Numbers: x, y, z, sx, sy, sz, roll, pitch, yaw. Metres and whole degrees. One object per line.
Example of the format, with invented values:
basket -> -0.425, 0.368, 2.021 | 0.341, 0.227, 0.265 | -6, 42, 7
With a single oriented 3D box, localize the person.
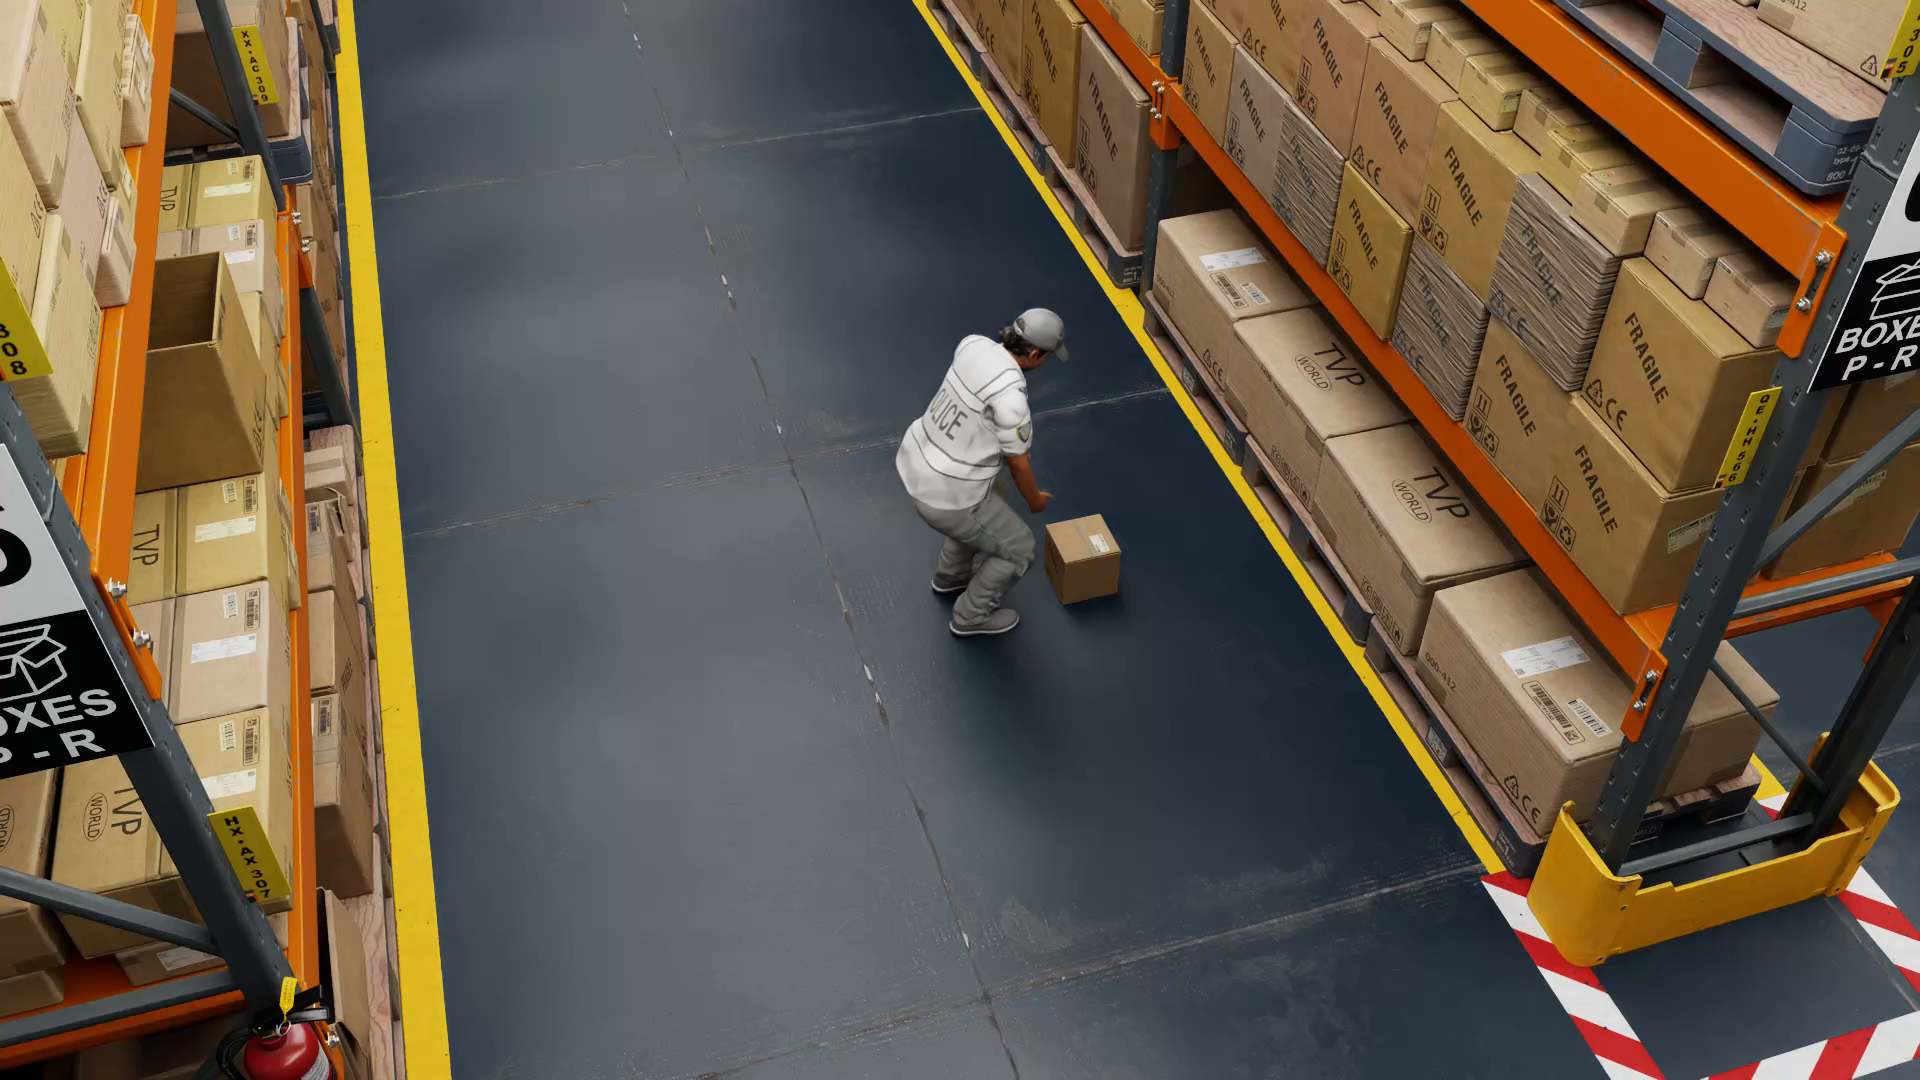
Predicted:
person -> 0.091, -0.281, 6.647 | 0.691, 1.432, 0.532 | -12, 44, -12
